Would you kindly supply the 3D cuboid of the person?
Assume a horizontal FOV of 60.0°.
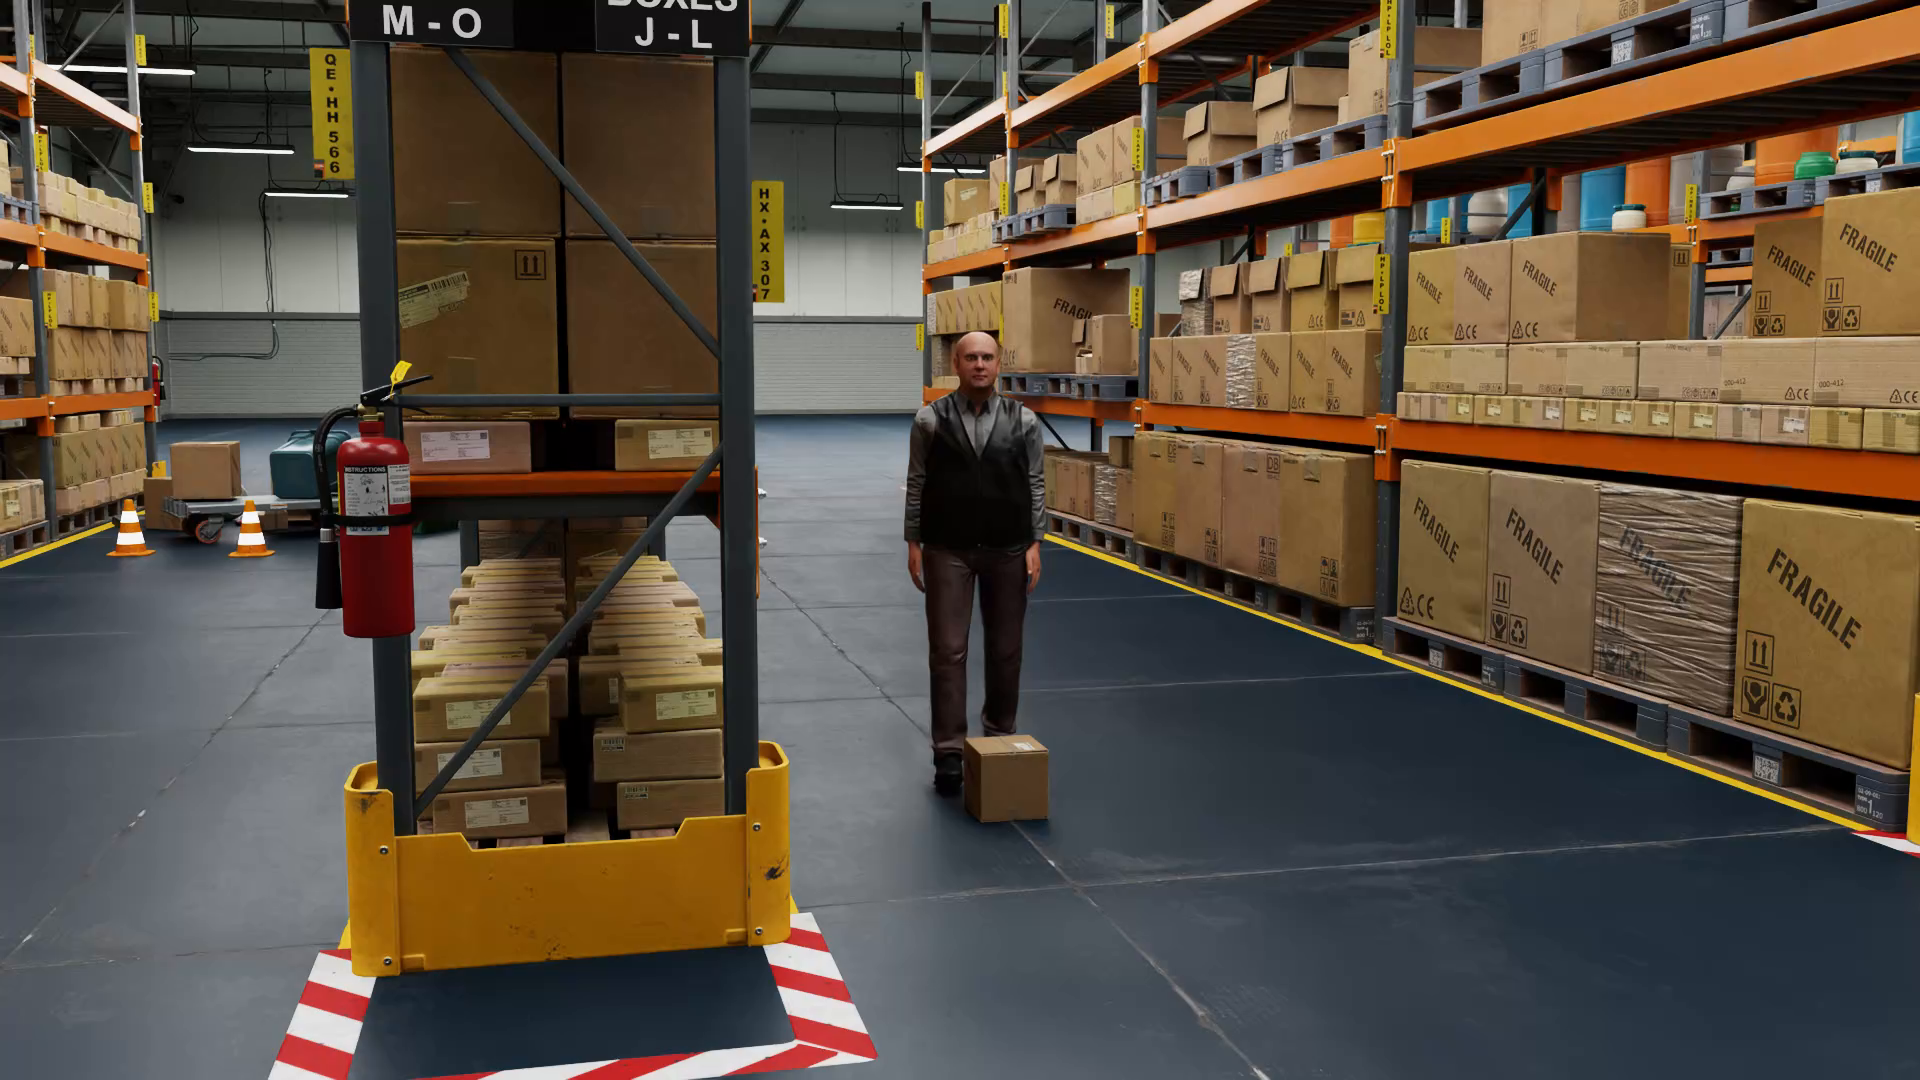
[{"bbox_3d":[0.065,0.063,6.406,0.552,1.723,0.673,0,6,-4],"label":"person"}]
